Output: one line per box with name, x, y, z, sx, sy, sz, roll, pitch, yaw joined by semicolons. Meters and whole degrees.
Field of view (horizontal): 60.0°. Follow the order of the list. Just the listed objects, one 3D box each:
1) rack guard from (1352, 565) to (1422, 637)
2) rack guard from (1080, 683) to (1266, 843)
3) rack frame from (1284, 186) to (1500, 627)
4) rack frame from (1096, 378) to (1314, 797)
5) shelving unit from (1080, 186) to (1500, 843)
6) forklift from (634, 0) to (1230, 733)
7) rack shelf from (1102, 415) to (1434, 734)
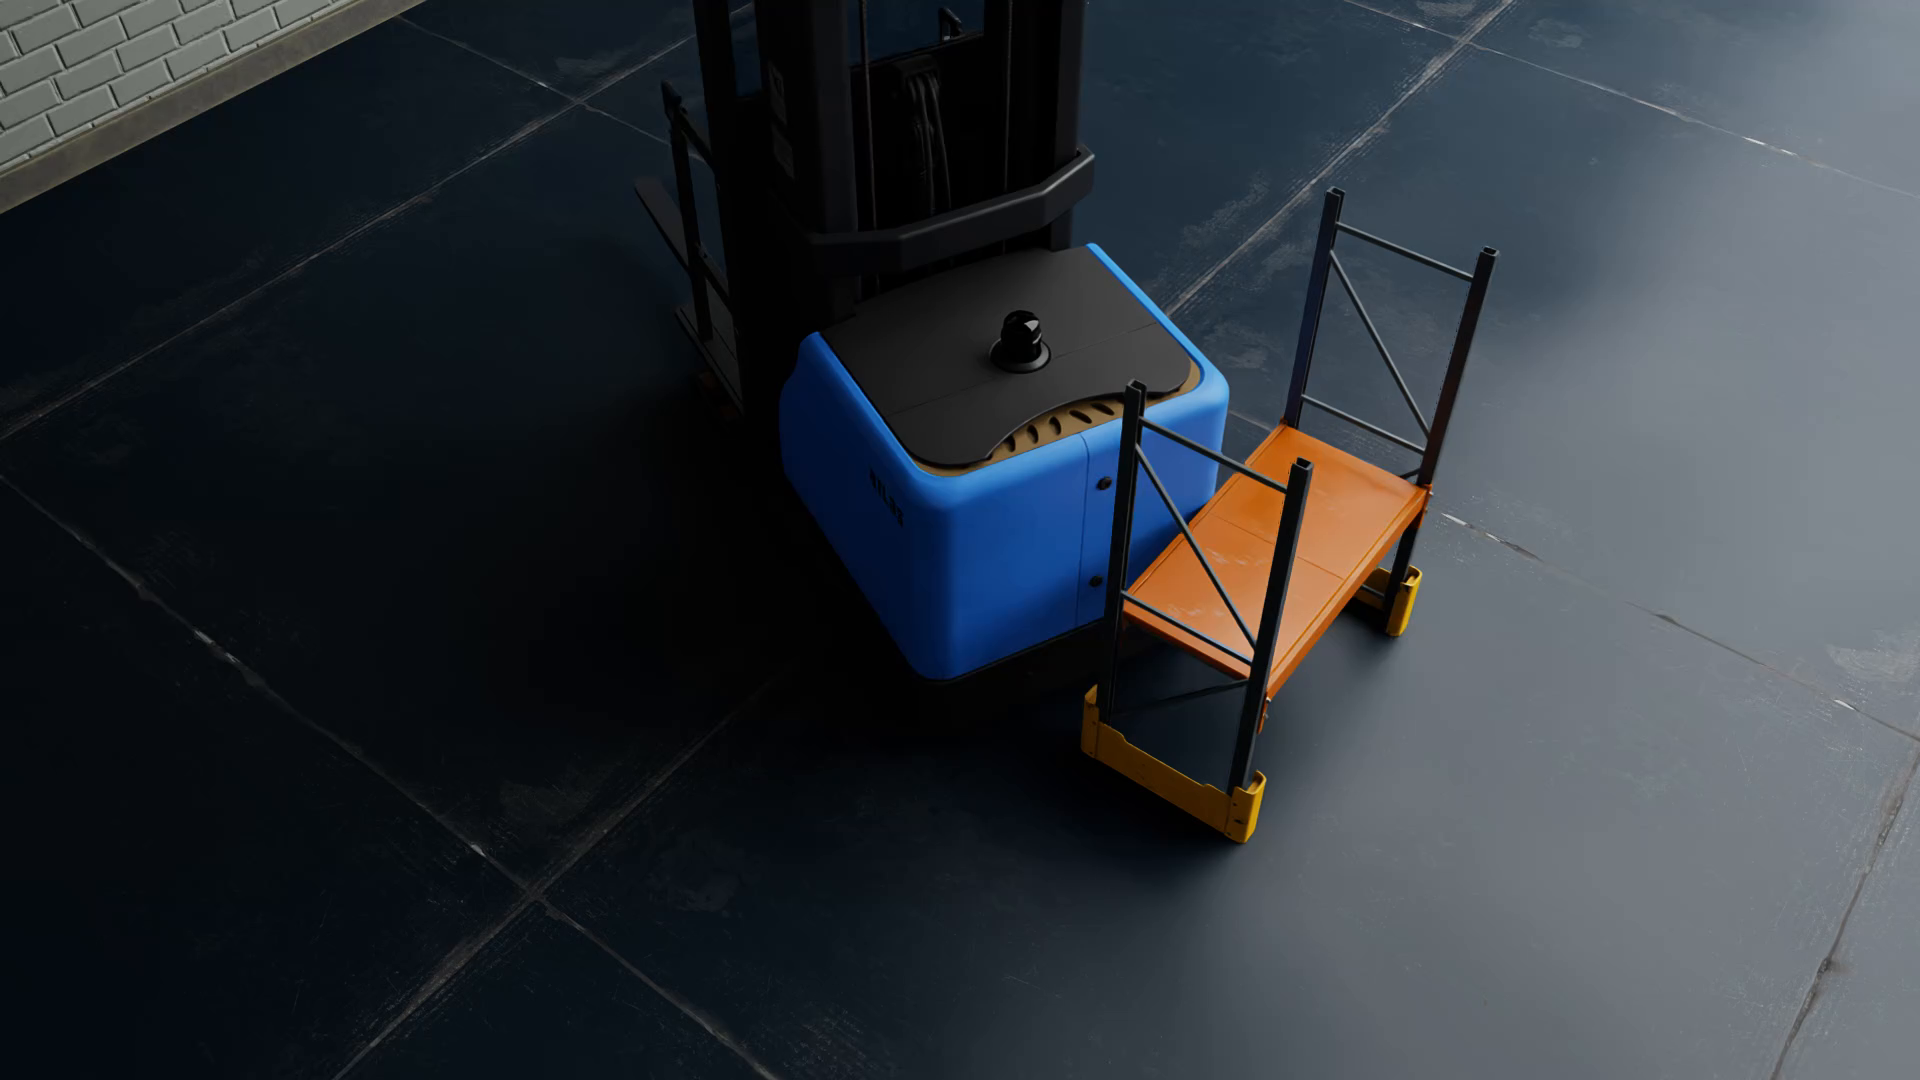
rack guard;1.222;0.086;5.495;0.587;0.250;0.087;29;53;25
rack guard;0.623;0.662;4.945;0.587;0.250;0.087;29;53;25
rack frame;1.222;-0.346;5.044;0.500;1.500;0.032;29;53;25
rack frame;0.611;0.241;4.482;0.500;1.500;0.032;29;53;25
shelving unit;0.922;-0.058;4.768;0.587;1.500;1.083;29;53;25
forklift;-0.347;-1.490;5.147;1.130;2.935;3.031;-21;50;-19
rack shelf;0.917;0.072;4.893;0.538;0.185;1.000;29;53;25
